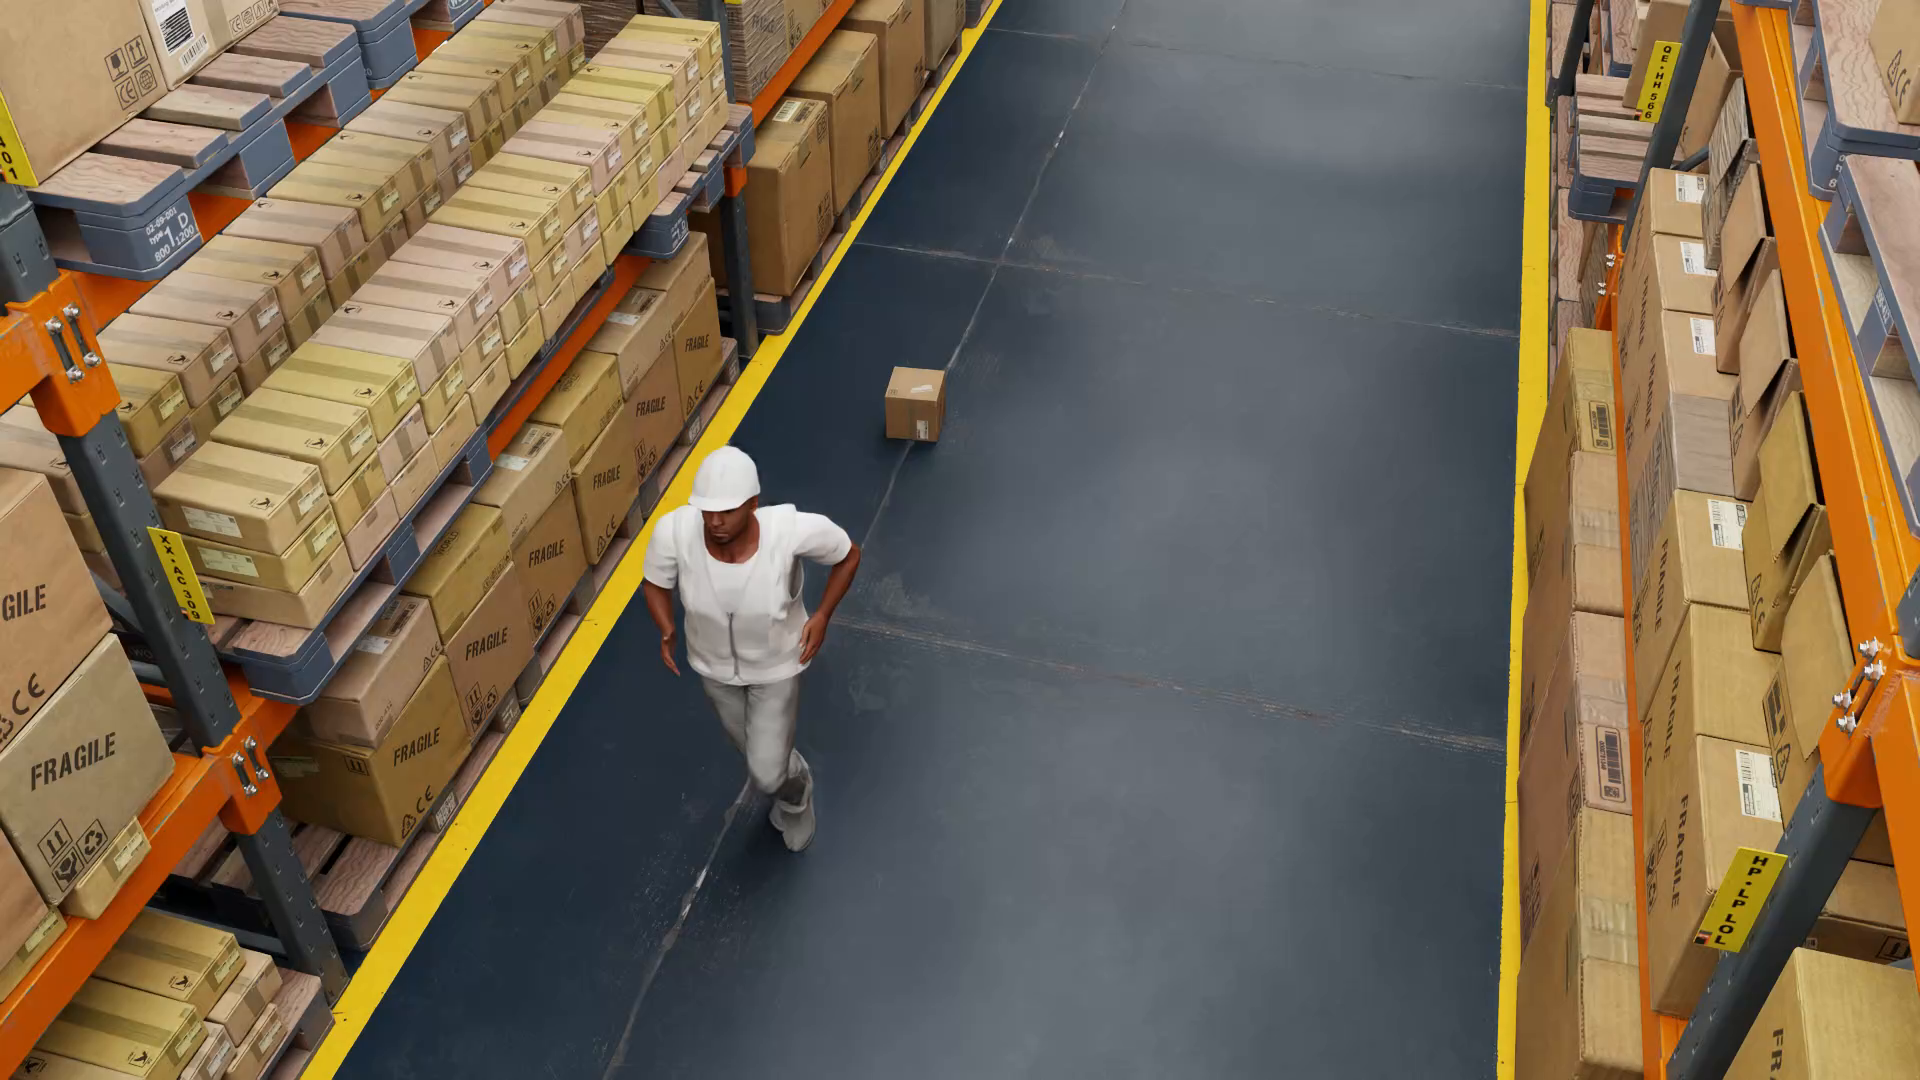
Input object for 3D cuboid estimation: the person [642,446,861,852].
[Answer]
[{"bbox_3d":[-0.722,0.442,5.652,0.700,1.773,0.602,6,41,7],"label":"person"}]
